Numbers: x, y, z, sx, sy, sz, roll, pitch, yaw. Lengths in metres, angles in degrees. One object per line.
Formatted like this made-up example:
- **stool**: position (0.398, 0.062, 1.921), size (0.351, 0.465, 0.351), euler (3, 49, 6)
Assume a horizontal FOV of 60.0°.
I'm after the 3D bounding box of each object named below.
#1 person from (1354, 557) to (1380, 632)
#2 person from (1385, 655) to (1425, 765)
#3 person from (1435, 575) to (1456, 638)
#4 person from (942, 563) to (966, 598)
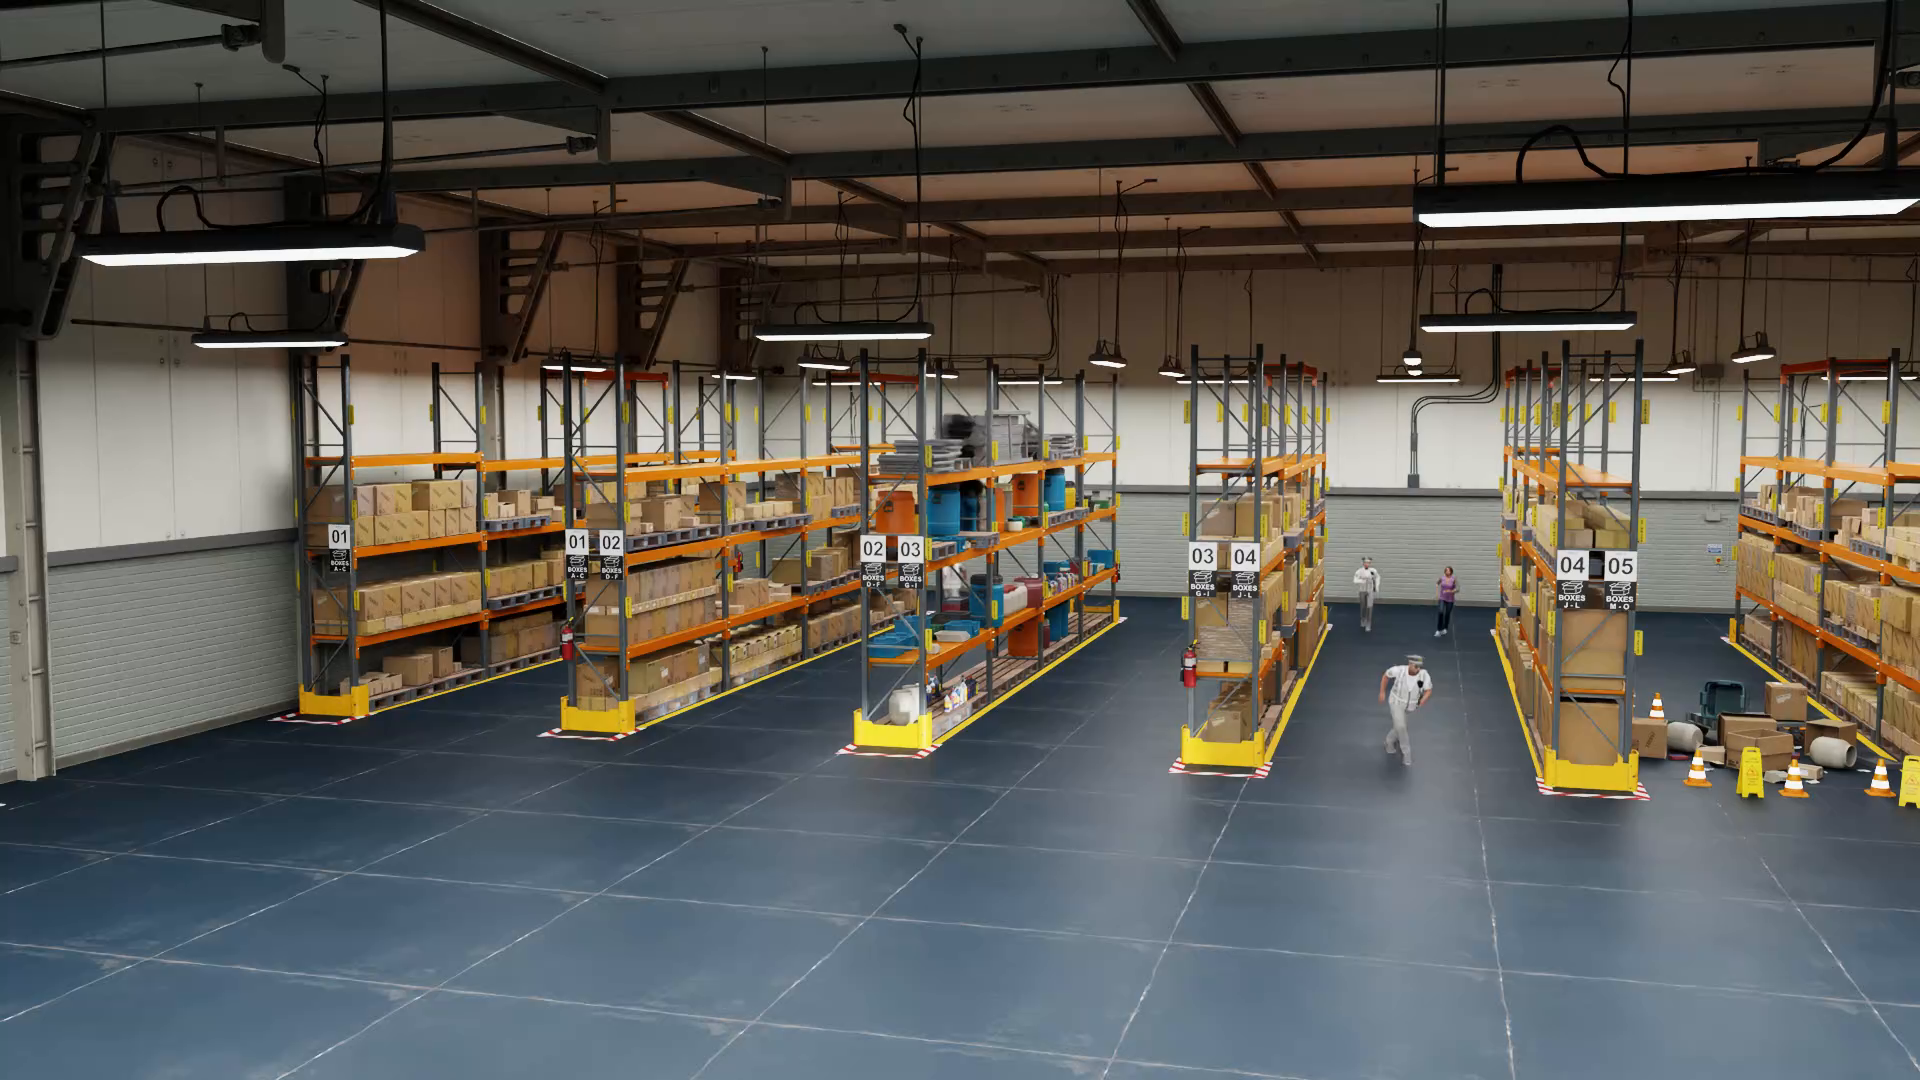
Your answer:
- **person**: position (9.488, 1.241, 38.819), size (0.589, 1.740, 0.808), euler (1, 4, 15)
- **person**: position (6.443, 2.397, 24.105), size (0.287, 1.582, 1.055), euler (0, 4, -3)
- **person**: position (10.999, 1.500, 37.631), size (0.429, 1.410, 0.634), euler (1, 5, 18)
- **person**: position (-0.204, 1.177, 39.189), size (0.658, 1.834, 0.853), euler (1, 4, 10)
